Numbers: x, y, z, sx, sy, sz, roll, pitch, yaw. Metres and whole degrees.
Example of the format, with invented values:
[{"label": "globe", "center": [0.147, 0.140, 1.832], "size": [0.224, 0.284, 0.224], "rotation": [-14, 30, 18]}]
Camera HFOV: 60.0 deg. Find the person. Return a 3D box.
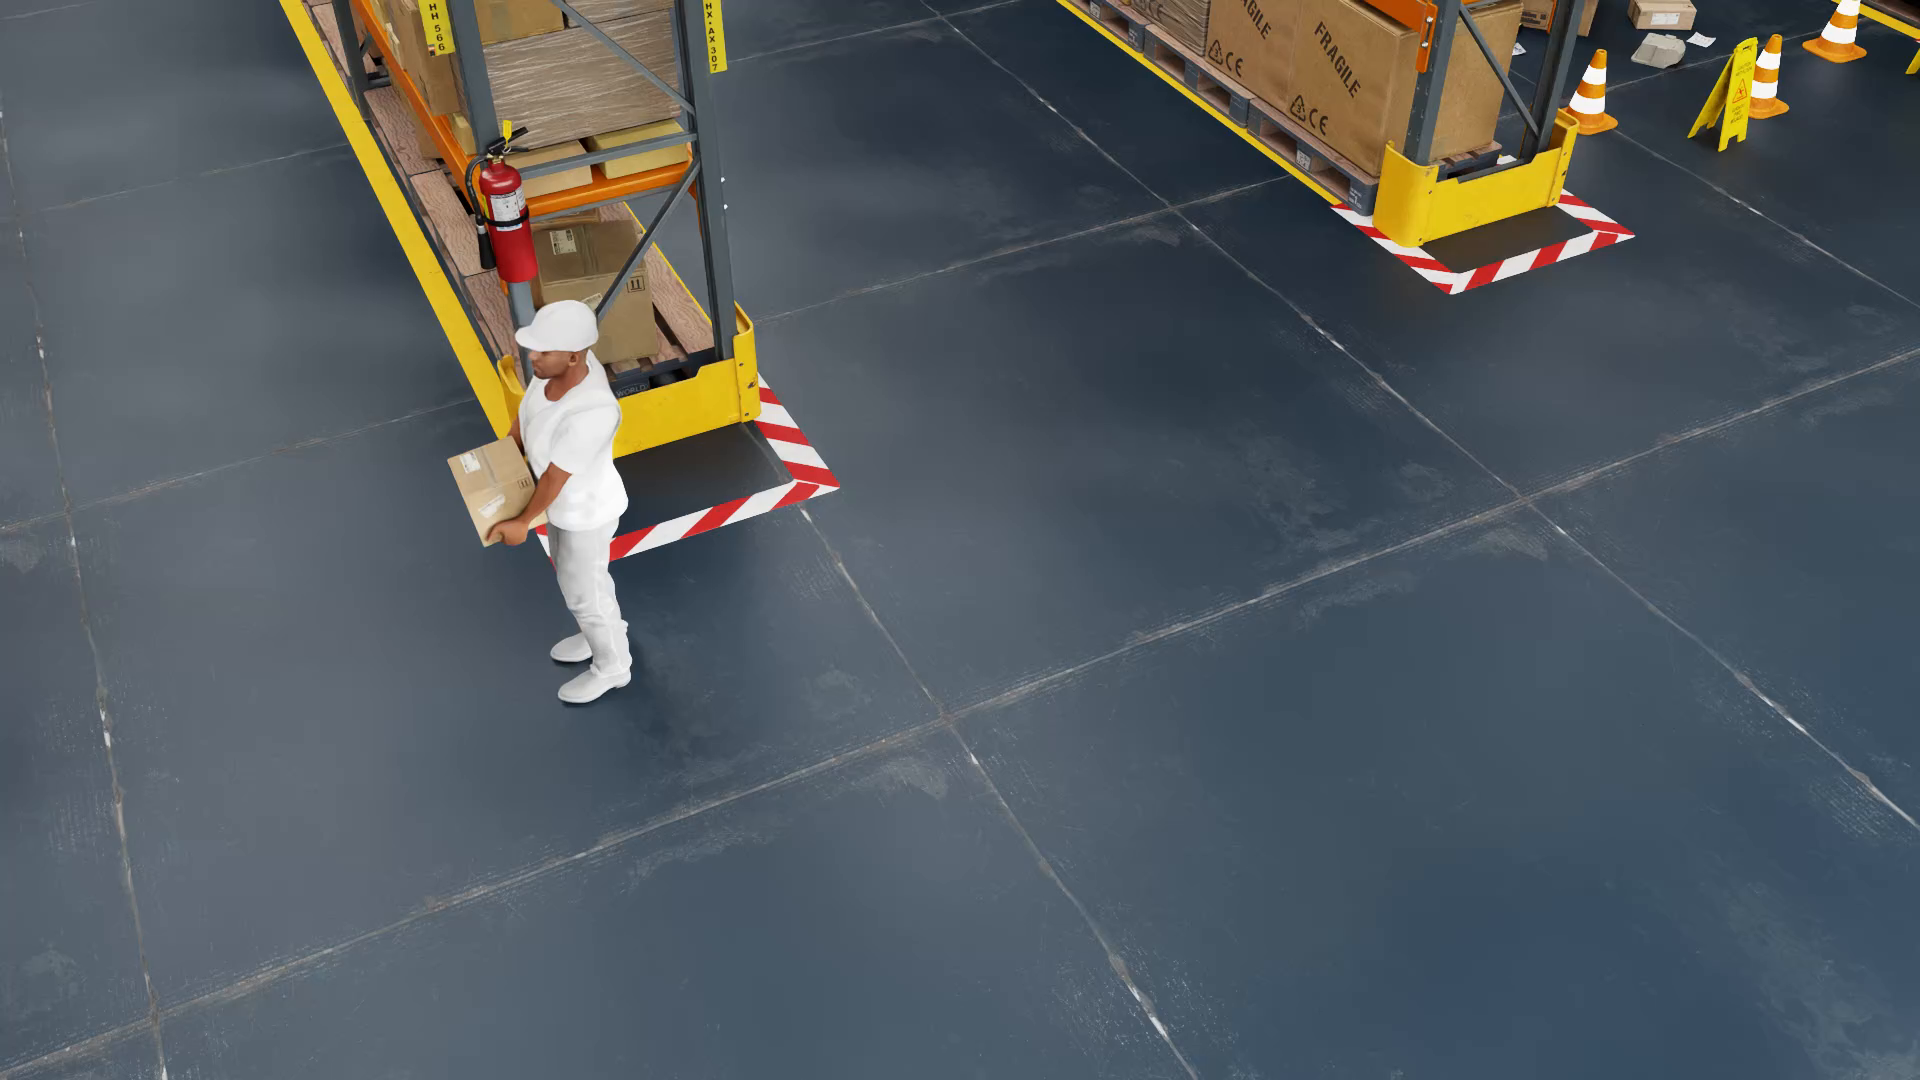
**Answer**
[{"label": "person", "center": [-1.520, -0.114, 6.276], "size": [0.577, 1.761, 0.502], "rotation": [-19, 44, -20]}]
